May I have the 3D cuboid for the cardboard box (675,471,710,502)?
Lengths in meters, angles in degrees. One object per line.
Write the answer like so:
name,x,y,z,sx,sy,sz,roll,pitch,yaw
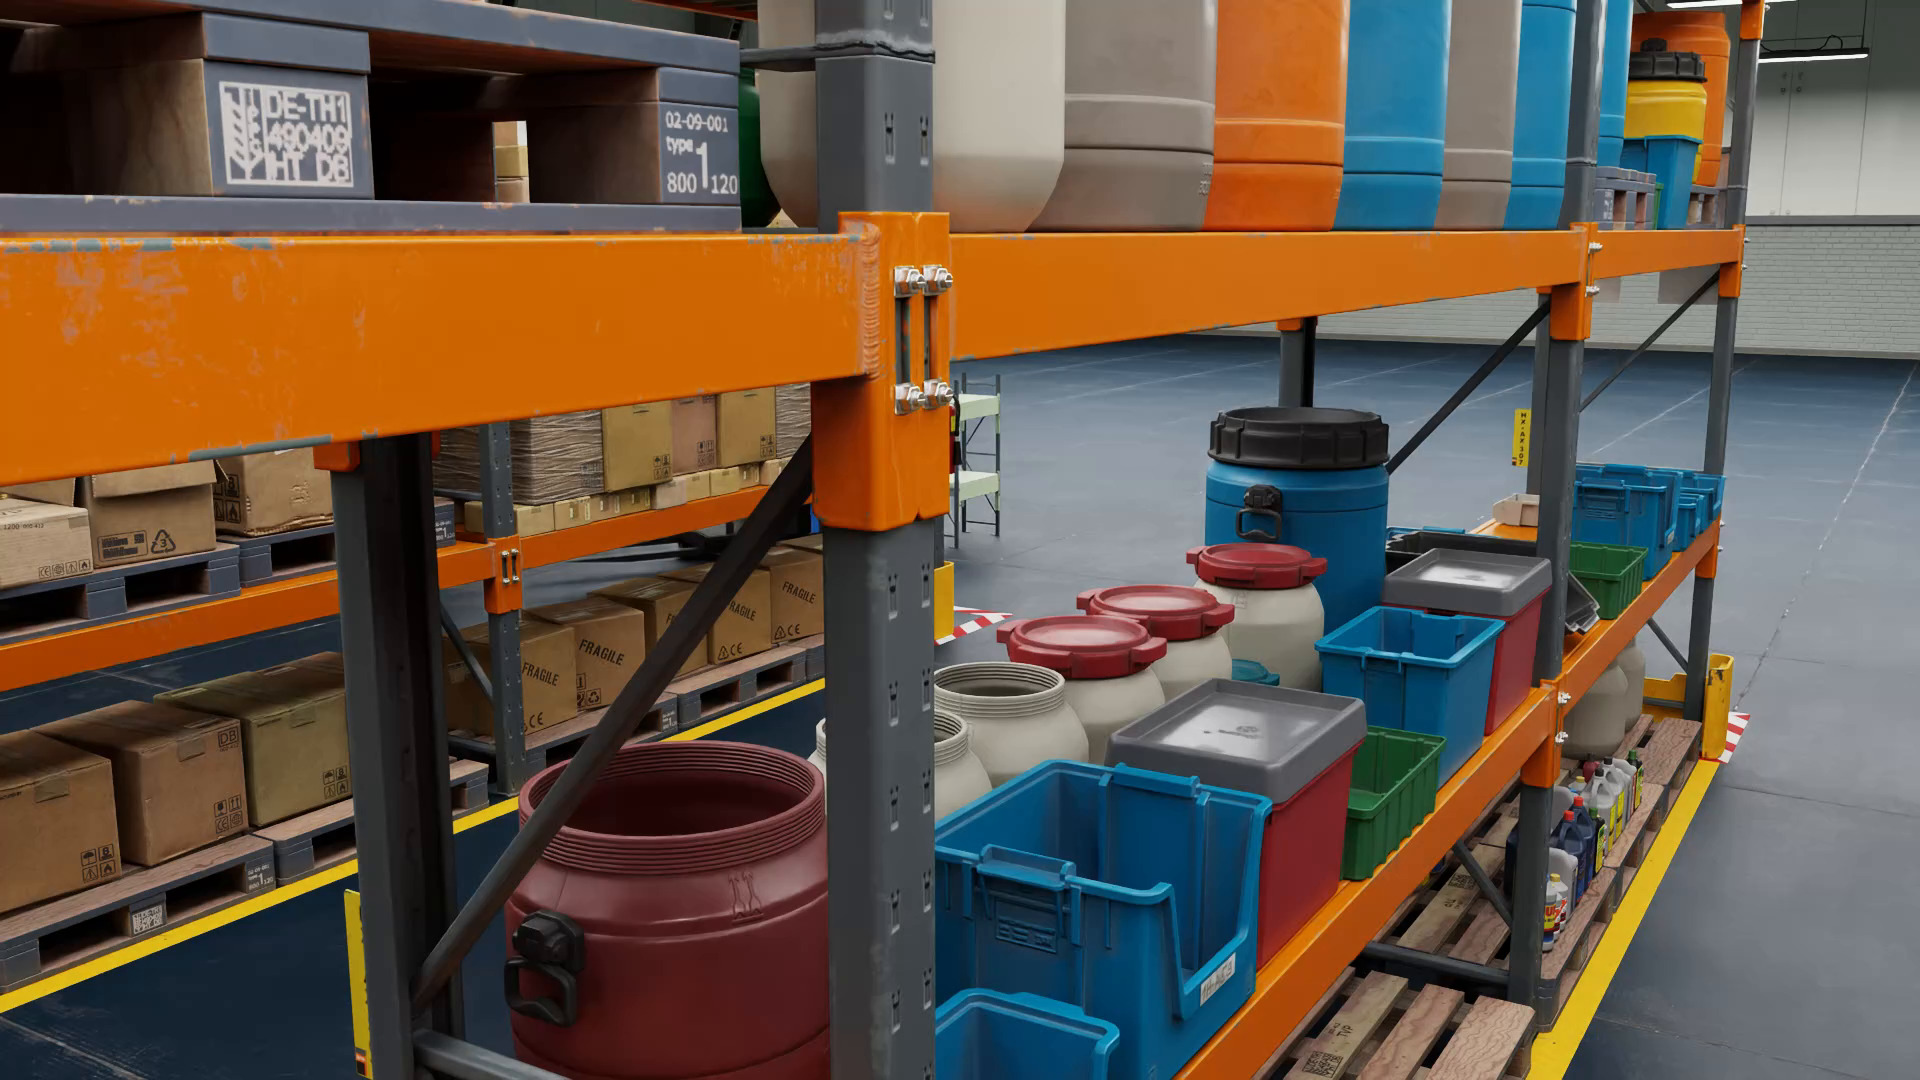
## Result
cardboard box,-1.649,-0.315,9.465,0.380,0.149,0.250,6,12,31

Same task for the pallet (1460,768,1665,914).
pallet,2.604,1.315,7.653,1.003,0.211,1.213,6,12,31

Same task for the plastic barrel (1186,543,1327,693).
plastic barrel,0.903,0.301,5.120,0.433,0.535,0.433,0,11,0

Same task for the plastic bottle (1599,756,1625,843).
plastic bottle,2.776,1.111,7.166,0.144,0.351,0.185,7,13,33

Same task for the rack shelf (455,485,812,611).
rack shelf,-1.608,-0.196,10.098,1.077,0.370,4.000,6,12,31

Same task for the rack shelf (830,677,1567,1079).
rack shelf,0.549,0.907,4.210,1.077,0.370,4.000,6,12,31

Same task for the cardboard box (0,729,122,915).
cardboard box,-3.826,1.121,6.706,0.700,0.500,0.500,8,13,35

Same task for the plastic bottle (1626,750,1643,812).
plastic bottle,3.040,1.079,7.520,0.061,0.283,0.133,7,13,32

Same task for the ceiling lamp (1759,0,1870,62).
ceiling lamp,15.563,-10.355,30.243,2.000,3.185,0.800,6,12,31

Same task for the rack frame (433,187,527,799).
rack frame,-2.646,-0.235,8.352,1.000,3.000,0.127,6,12,31

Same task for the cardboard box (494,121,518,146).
cardboard box,-2.630,-2.245,8.501,0.500,0.500,0.500,6,12,29

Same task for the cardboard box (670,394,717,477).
cardboard box,-1.896,-0.658,9.535,0.875,0.500,0.500,6,12,31

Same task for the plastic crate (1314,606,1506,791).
plastic crate,1.280,0.450,4.740,0.392,0.384,0.575,6,12,31

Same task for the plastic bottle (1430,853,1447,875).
plastic bottle,1.915,1.212,6.829,0.152,0.276,0.135,6,12,31

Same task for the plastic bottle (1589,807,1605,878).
plastic bottle,2.580,1.218,6.776,0.061,0.283,0.133,7,13,33

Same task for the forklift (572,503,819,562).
forklift,-1.876,-1.239,13.904,3.031,2.935,1.130,-6,12,-28

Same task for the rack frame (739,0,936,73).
rack frame,-0.489,-2.081,1.912,1.000,3.000,0.127,6,12,31

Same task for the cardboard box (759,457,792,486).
cardboard box,-1.230,-0.430,10.077,0.380,0.149,0.250,6,12,31

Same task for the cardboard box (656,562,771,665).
cardboard box,-1.530,0.449,10.352,0.500,0.500,0.500,8,13,36

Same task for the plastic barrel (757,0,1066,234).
plastic barrel,-0.066,-0.681,2.282,0.421,0.512,0.421,0,11,0

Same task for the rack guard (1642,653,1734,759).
rack guard,3.665,0.855,9.327,1.175,0.500,0.348,6,12,31

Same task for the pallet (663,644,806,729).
pallet,-1.695,0.834,10.220,1.003,0.211,1.213,6,12,31

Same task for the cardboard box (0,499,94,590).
cardboard box,-3.656,0.020,6.257,0.500,0.250,0.500,6,12,29

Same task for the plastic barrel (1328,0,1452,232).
plastic barrel,0.830,-1.176,3.865,0.600,0.901,0.708,6,12,31

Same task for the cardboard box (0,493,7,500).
cardboard box,-6.446,0.021,11.617,0.875,0.875,0.875,7,12,32

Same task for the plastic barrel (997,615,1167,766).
plastic barrel,0.298,0.485,4.140,0.433,0.535,0.433,0,11,0

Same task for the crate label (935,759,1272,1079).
crate label,0.258,0.720,3.157,0.502,0.435,0.616,6,12,31

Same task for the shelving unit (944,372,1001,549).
shelving unit,0.003,-0.738,15.118,0.431,1.500,0.755,6,12,31

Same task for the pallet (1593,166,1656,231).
pallet,1.878,-1.266,6.222,1.213,0.211,1.003,6,12,31

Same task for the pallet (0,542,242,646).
pallet,-3.730,0.173,6.693,1.003,0.211,1.213,6,12,31

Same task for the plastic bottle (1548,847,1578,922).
plastic bottle,2.272,1.299,6.364,0.152,0.276,0.135,7,13,33

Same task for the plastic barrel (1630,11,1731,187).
plastic barrel,3.520,-2.194,8.357,0.600,0.830,0.708,6,12,31

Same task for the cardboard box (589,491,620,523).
cardboard box,-2.030,-0.196,8.830,0.380,0.149,0.250,6,12,31

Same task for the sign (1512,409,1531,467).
sign,3.196,-0.580,9.444,0.100,0.325,0.005,6,12,31

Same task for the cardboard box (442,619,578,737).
cardboard box,-2.404,0.729,8.859,0.500,0.500,0.500,6,12,29

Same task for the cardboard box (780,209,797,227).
cardboard box,-1.132,-2.006,10.068,0.500,0.250,0.500,7,13,32

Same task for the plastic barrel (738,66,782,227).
plastic barrel,-0.405,-0.574,2.436,0.294,0.245,0.294,0,11,0

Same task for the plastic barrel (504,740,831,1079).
plastic barrel,-0.507,0.699,2.996,0.600,0.536,0.708,6,12,31

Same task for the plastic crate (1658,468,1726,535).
plastic crate,3.660,-0.210,8.625,0.499,0.251,0.616,6,12,31

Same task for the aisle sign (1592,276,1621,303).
aisle sign,3.451,-1.708,9.155,0.394,0.787,0.004,6,12,31

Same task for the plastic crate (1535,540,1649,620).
plastic crate,2.533,0.156,6.840,0.450,0.188,0.662,6,12,31

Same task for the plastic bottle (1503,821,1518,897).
plastic bottle,2.238,1.223,6.568,0.144,0.351,0.185,6,12,31

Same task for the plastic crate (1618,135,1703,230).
plastic crate,2.931,-1.528,7.154,0.392,0.384,0.575,6,12,31

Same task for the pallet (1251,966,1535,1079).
pallet,1.213,1.736,5.401,1.003,0.211,1.213,6,12,31

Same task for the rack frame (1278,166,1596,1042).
rack frame,1.587,0.239,5.824,1.000,3.000,0.127,6,12,31

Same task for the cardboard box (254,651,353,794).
cardboard box,-2.983,0.872,8.037,0.700,0.500,0.500,5,12,26

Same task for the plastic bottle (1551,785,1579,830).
plastic bottle,2.540,1.167,7.071,0.152,0.276,0.135,6,12,31

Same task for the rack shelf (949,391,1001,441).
rack shelf,0.003,-1.122,15.046,0.431,0.370,0.720,6,12,31

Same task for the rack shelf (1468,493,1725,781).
rack shelf,2.626,0.278,7.571,1.077,0.370,4.000,6,12,31

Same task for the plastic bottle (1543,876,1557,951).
plastic bottle,2.127,1.355,6.079,0.097,0.271,0.097,0,11,0
